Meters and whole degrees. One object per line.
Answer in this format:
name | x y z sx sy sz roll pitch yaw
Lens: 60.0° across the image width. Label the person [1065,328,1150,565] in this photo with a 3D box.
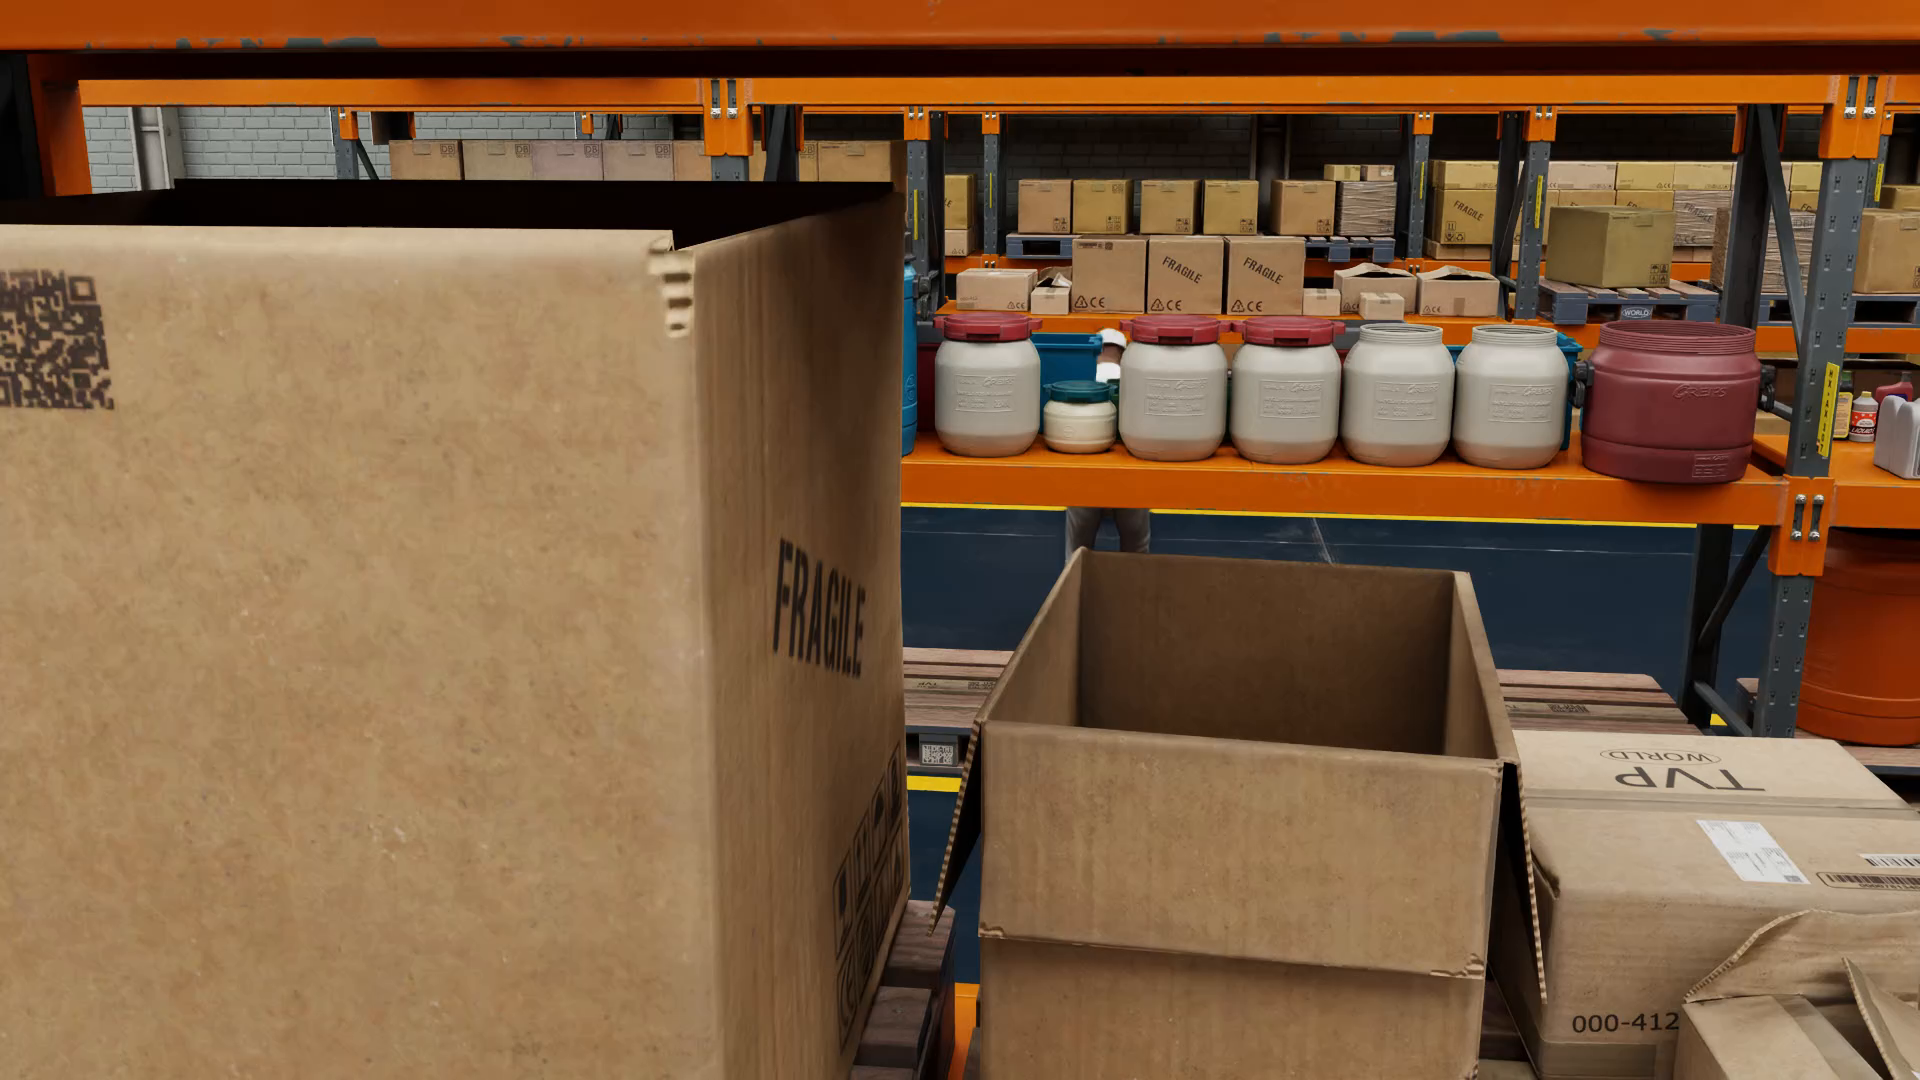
person | 0.742 -0.274 8.469 0.477 1.554 0.799 1 14 5
